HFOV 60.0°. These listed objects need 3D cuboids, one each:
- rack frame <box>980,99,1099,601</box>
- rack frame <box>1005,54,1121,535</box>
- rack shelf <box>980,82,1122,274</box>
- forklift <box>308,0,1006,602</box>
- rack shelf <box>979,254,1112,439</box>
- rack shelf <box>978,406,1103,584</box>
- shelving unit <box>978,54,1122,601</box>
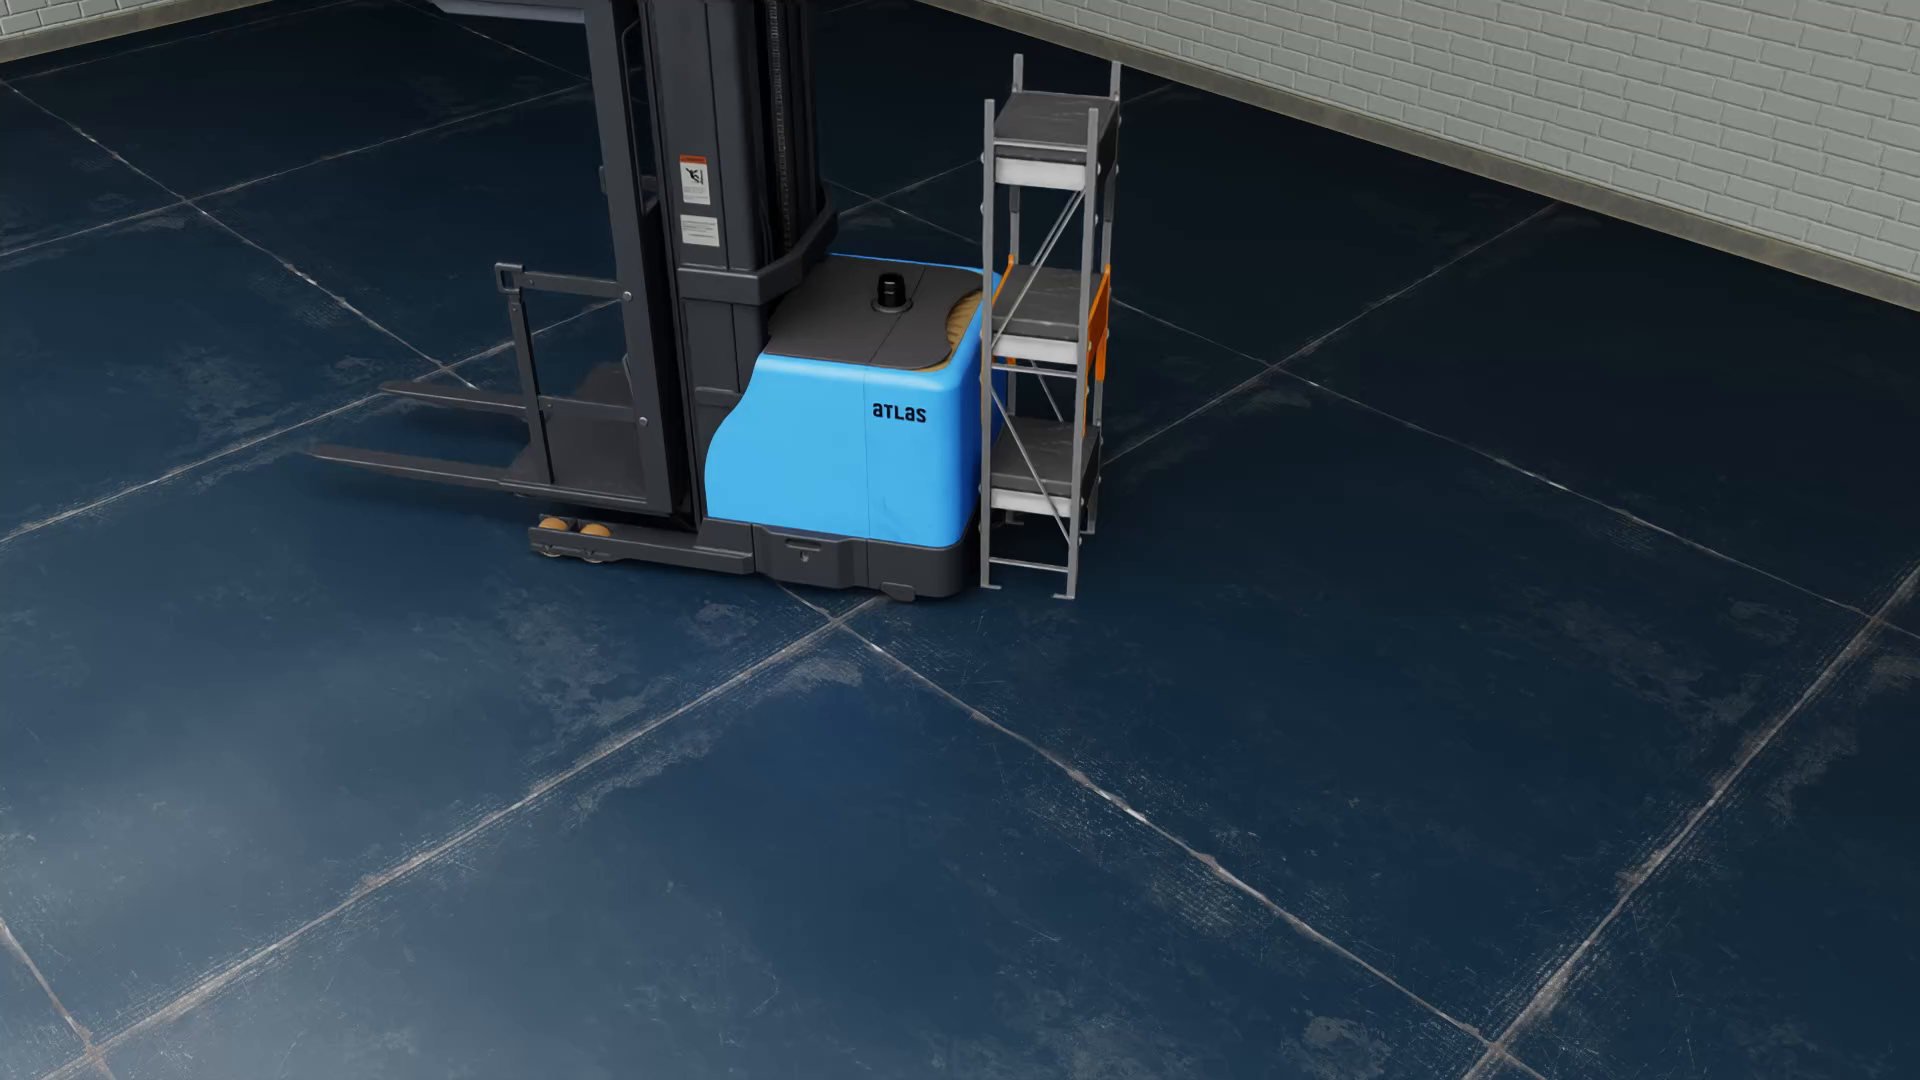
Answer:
[{"bbox_3d":[0.282,-0.641,6.333,0.400,2.100,0.015,8,36,11],"label":"rack frame"},{"bbox_3d":[0.395,-0.912,6.722,0.400,2.100,0.015,8,36,11],"label":"rack frame"},{"bbox_3d":[0.339,-1.339,6.135,0.431,0.518,0.480,8,36,11],"label":"rack shelf"},{"bbox_3d":[-1.359,-1.388,6.678,3.031,2.935,1.130,8,36,11],"label":"forklift"},{"bbox_3d":[0.339,-0.765,6.536,0.431,0.518,0.480,8,36,11],"label":"rack shelf"},{"bbox_3d":[0.339,-0.191,6.936,0.431,0.518,0.480,8,36,11],"label":"rack shelf"},{"bbox_3d":[0.339,-0.776,6.528,0.431,2.100,0.503,8,36,11],"label":"shelving unit"}]
